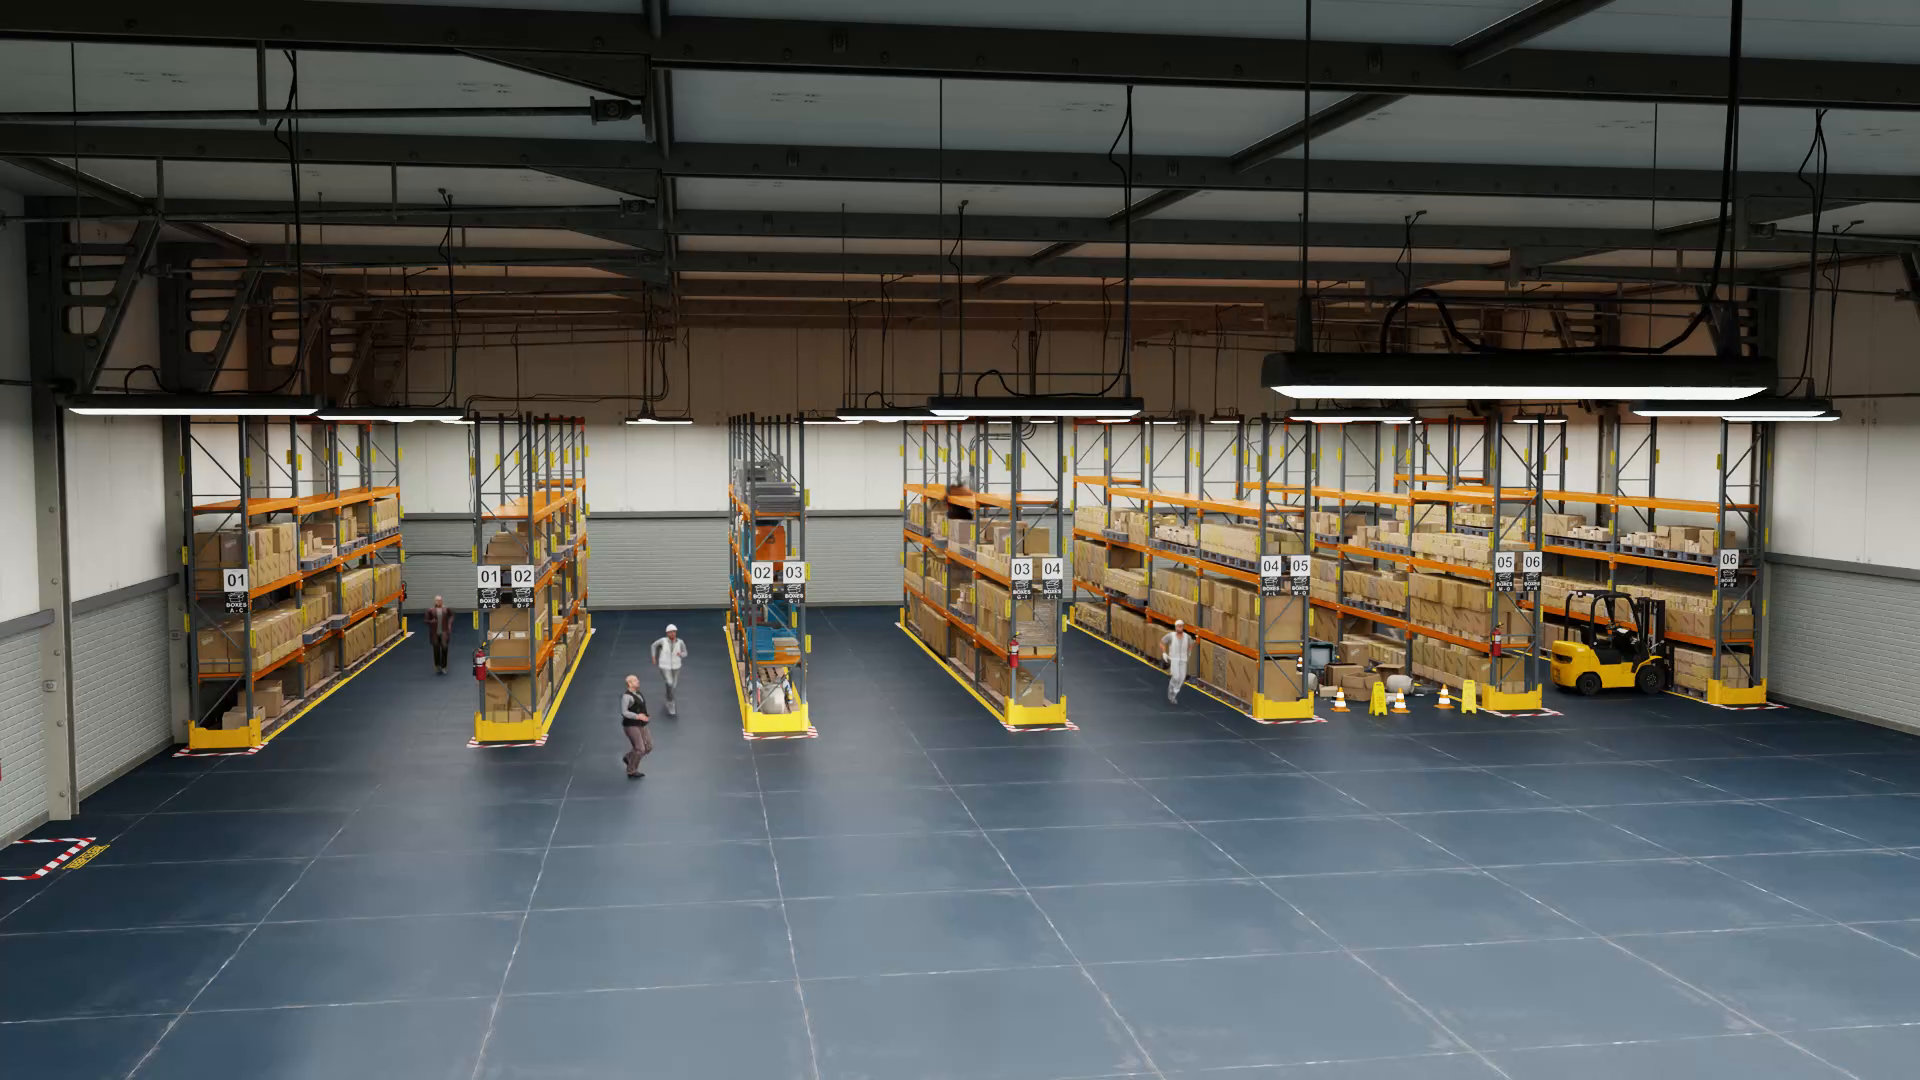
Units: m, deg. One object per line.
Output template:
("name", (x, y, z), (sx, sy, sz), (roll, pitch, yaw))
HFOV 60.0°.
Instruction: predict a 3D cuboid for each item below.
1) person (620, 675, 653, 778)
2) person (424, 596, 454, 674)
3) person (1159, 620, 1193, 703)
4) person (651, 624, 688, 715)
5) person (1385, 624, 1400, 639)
("person", (-5.273, 3.036, 27.127), (0.597, 1.674, 0.654), (1, 4, 15))
("person", (-12.092, 2.212, 38.643), (0.685, 1.826, 0.776), (-1, 4, -18))
("person", (4.508, 2.511, 34.294), (0.658, 1.736, 0.619), (-1, 4, -14))
("person", (-5.812, 2.580, 33.332), (0.679, 1.811, 0.848), (-2, 4, -22))
("person", (11.306, 1.985, 43.112), (0.648, 1.612, 0.597), (0, 4, -5))
